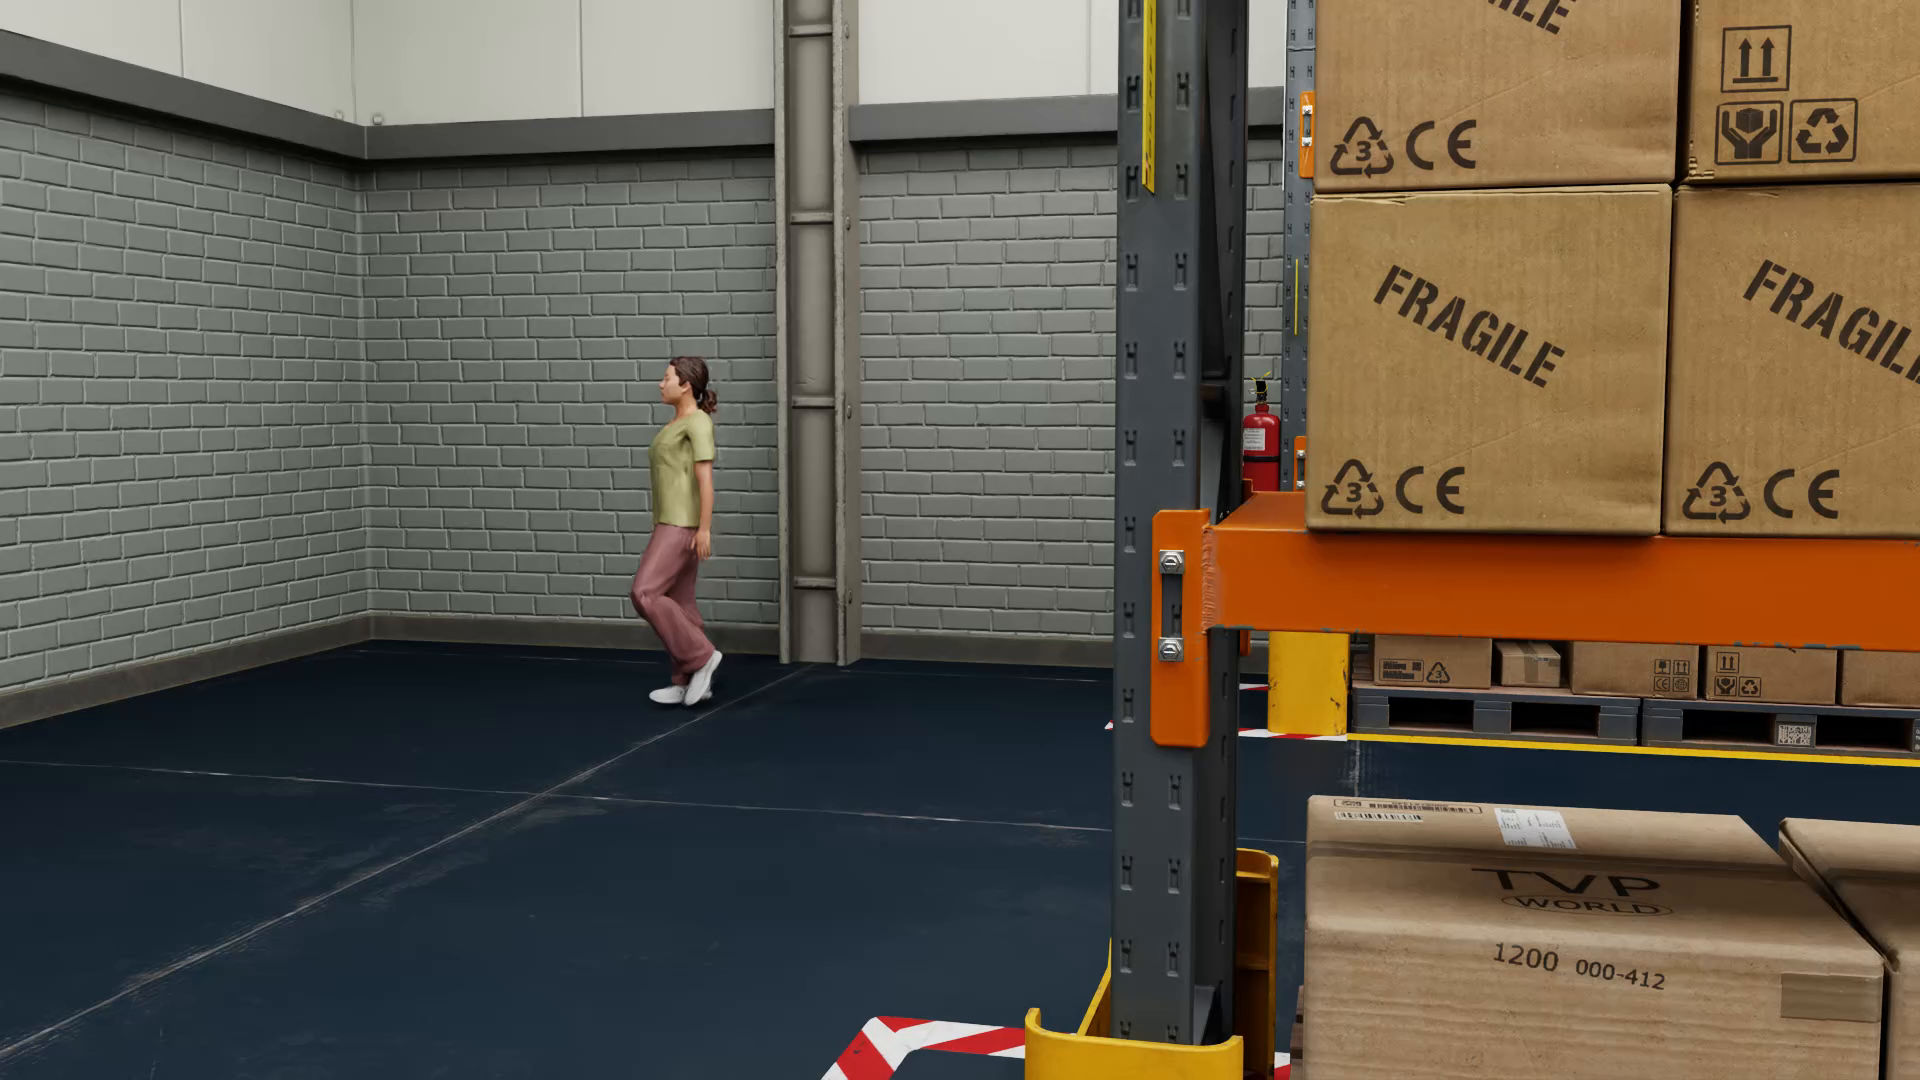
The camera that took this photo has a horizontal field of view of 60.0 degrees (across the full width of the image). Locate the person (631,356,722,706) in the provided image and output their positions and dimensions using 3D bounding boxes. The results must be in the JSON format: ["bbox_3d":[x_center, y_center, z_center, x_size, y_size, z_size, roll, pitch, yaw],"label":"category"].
[{"bbox_3d":[-1.371,-0.045,7.948,0.465,1.665,0.479,-2,5,-23],"label":"person"}]
